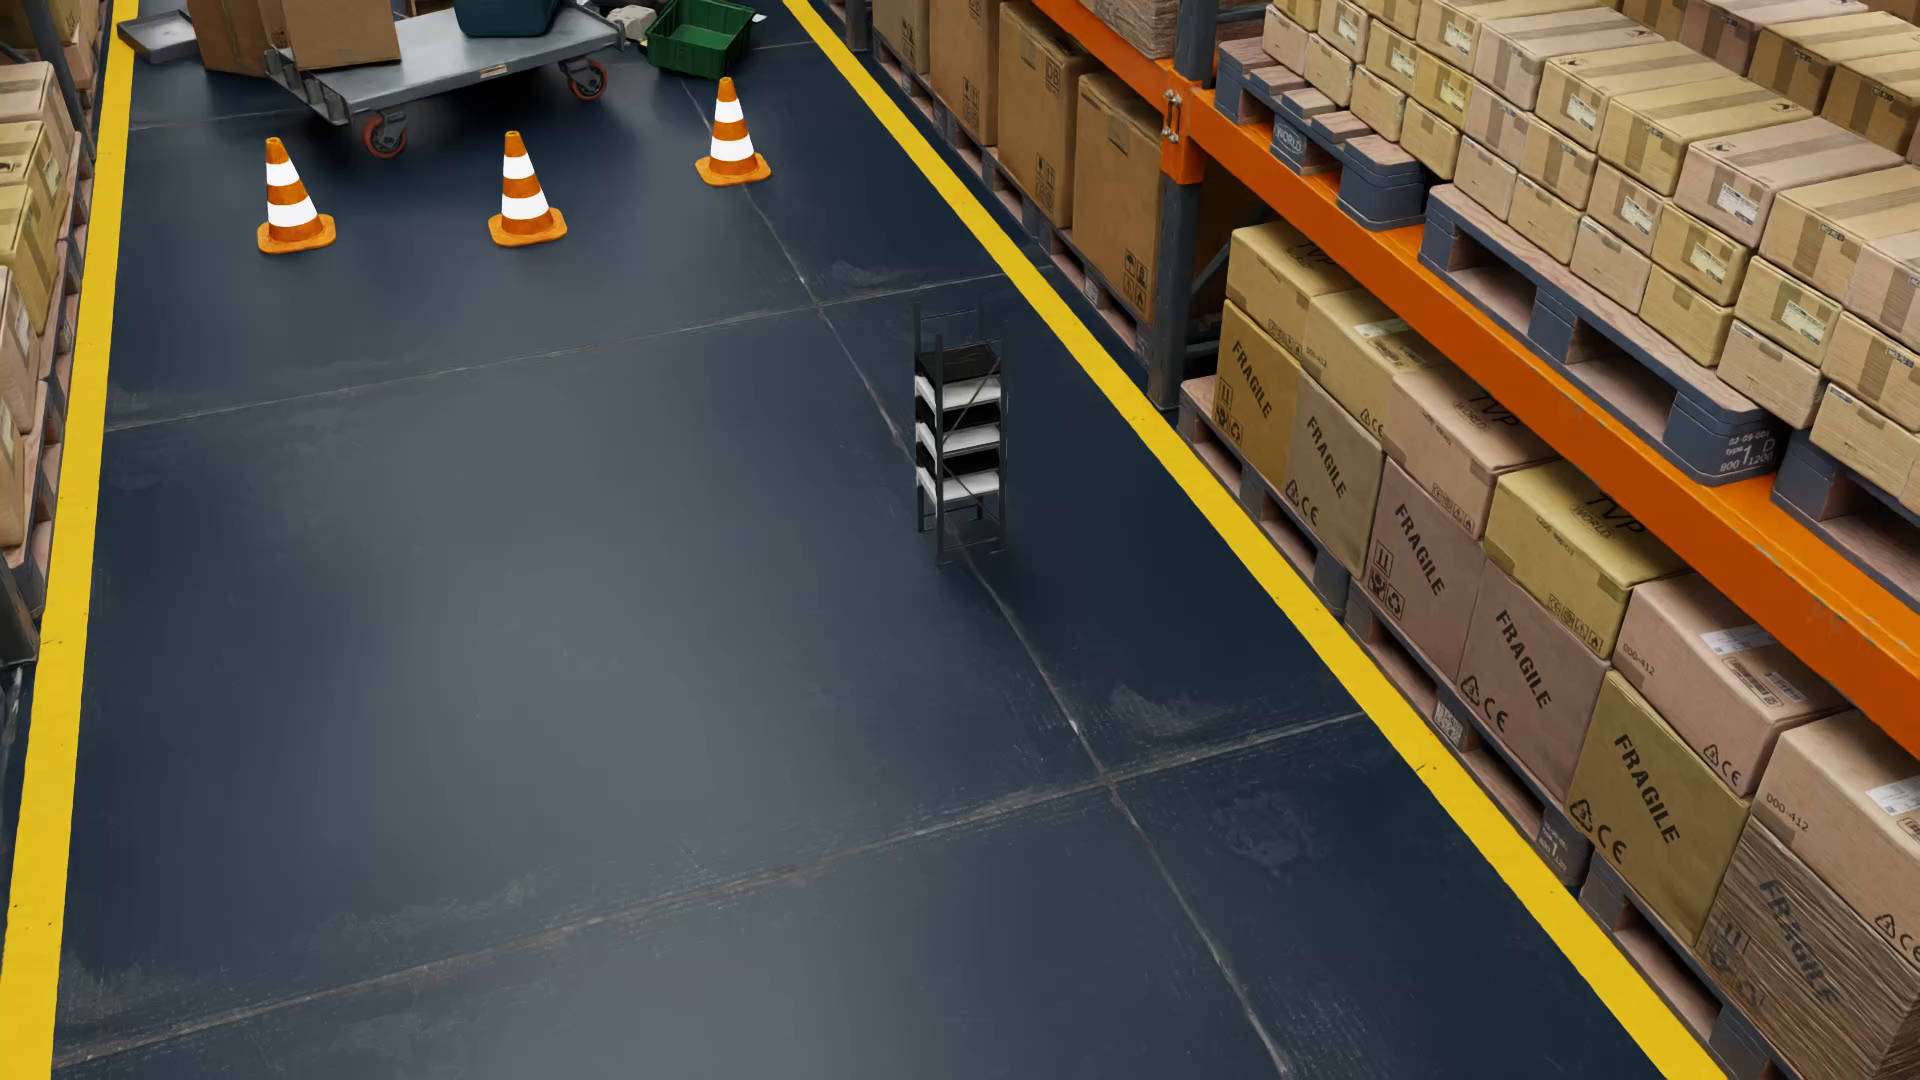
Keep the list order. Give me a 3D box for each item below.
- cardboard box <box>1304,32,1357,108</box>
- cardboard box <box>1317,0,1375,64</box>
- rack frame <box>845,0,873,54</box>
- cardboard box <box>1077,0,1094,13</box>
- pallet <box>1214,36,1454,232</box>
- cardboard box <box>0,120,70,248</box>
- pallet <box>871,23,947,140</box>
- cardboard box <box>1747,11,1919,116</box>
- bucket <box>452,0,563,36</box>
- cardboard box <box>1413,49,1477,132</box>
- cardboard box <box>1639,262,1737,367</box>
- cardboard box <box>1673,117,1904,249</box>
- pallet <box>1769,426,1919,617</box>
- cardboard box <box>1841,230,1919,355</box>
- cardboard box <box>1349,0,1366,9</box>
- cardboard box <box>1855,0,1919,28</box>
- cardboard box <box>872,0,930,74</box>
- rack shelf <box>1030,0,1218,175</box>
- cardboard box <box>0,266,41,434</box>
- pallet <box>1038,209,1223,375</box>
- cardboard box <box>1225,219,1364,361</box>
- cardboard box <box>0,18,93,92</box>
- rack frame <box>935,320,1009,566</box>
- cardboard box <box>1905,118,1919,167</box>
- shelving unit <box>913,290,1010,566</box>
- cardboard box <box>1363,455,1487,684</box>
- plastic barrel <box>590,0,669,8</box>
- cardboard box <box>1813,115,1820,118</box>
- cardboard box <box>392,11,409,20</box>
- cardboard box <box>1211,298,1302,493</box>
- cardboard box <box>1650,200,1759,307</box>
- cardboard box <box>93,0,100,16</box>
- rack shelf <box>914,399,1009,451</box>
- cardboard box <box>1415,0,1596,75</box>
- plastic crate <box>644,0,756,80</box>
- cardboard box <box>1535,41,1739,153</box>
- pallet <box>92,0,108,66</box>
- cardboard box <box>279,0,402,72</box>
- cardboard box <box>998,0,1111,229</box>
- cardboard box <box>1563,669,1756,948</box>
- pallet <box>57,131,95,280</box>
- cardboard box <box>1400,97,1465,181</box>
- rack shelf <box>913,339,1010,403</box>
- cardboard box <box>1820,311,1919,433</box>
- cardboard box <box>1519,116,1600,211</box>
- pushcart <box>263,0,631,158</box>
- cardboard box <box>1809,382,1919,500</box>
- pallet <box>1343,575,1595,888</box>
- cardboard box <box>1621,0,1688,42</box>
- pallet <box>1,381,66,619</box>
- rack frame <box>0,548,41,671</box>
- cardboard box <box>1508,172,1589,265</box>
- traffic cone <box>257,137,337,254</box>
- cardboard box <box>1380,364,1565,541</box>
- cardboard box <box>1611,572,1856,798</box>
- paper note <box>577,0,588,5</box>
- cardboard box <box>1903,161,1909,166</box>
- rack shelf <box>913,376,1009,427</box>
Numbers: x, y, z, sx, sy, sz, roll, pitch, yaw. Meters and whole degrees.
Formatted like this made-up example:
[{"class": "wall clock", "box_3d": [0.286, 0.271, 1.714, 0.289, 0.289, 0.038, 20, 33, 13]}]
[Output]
[{"class": "cardboard box", "box_3d": [1.276, -1.446, 5.036, 0.380, 0.149, 0.250, -11, 38, -14]}, {"class": "cardboard box", "box_3d": [1.292, -1.543, 4.918, 0.380, 0.149, 0.250, -11, 38, -14]}, {"class": "rack frame", "box_3d": [-0.157, -4.084, 8.679, 1.000, 3.000, 0.127, -12, 39, -16]}, {"class": "cardboard box", "box_3d": [0.642, -2.345, 6.287, 0.500, 0.500, 0.500, -12, 39, -16]}, {"class": "pallet", "box_3d": [1.564, -1.367, 5.232, 1.213, 0.211, 1.003, -12, 39, -16]}, {"class": "cardboard box", "box_3d": [-4.337, -1.419, 6.976, 0.950, 0.372, 0.625, -10, 38, -13]}, {"class": "pallet", "box_3d": [0.179, -2.550, 8.960, 1.003, 0.211, 1.213, -12, 39, -16]}, {"class": "cardboard box", "box_3d": [2.261, -1.217, 4.237, 0.380, 0.149, 0.250, -11, 38, -14]}, {"class": "bucket", "box_3d": [-2.369, -2.983, 8.675, 0.726, 0.611, 0.620, 0, 47, 0]}, {"class": "cardboard box", "box_3d": [1.474, -1.251, 4.530, 0.380, 0.149, 0.250, -12, 39, -16]}, {"class": "cardboard box", "box_3d": [1.822, -0.551, 3.848, 0.380, 0.149, 0.250, -11, 38, -14]}, {"class": "cardboard box", "box_3d": [1.826, -0.793, 3.675, 0.380, 0.149, 0.250, -14, 39, -18]}, {"class": "pallet", "box_3d": [2.469, 0.050, 3.350, 1.003, 0.211, 1.213, -12, 39, -16]}, {"class": "cardboard box", "box_3d": [2.003, -0.503, 3.289, 0.380, 0.149, 0.250, -13, 39, -16]}, {"class": "cardboard box", "box_3d": [1.291, -1.677, 4.849, 0.380, 0.149, 0.250, -13, 39, -17]}, {"class": "cardboard box", "box_3d": [5.257, -2.976, 8.919, 0.700, 0.500, 0.500, -9, 38, -12]}, {"class": "cardboard box", "box_3d": [0.141, -3.021, 8.789, 1.050, 0.750, 0.750, -13, 39, -16]}, {"class": "rack shelf", "box_3d": [0.531, -2.667, 7.396, 1.077, 0.370, 4.000, -12, 39, -16]}, {"class": "cardboard box", "box_3d": [-3.840, -0.597, 5.885, 0.950, 0.372, 0.625, -13, 39, -17]}, {"class": "pallet", "box_3d": [1.019, -1.172, 7.130, 1.003, 0.211, 1.213, -12, 39, -16]}, {"class": "cardboard box", "box_3d": [1.229, -0.854, 5.496, 0.500, 0.250, 0.500, -14, 39, -18]}, {"class": "cardboard box", "box_3d": [-4.720, -2.461, 8.460, 0.500, 0.250, 0.500, -14, 39, -18]}, {"class": "rack frame", "box_3d": [0.038, -0.297, 5.397, 0.240, 0.900, 0.006, -12, 39, -16]}, {"class": "cardboard box", "box_3d": [2.446, -0.918, 3.841, 0.380, 0.149, 0.250, -11, 38, -14]}, {"class": "shelving unit", "box_3d": [0.003, -0.355, 5.473, 0.258, 0.900, 0.210, -12, 39, -16]}, {"class": "cardboard box", "box_3d": [1.580, 0.031, 4.944, 0.500, 0.500, 0.500, -13, 39, -17]}, {"class": "plastic barrel", "box_3d": [-1.988, -3.378, 9.883, 0.512, 0.421, 0.421, 12, 39, 16]}, {"class": "cardboard box", "box_3d": [2.263, -1.098, 4.327, 0.380, 0.149, 0.250, -11, 38, -15]}, {"class": "cardboard box", "box_3d": [-3.035, -2.815, 9.266, 0.396, 0.266, 0.258, 19, 41, 23]}, {"class": "cardboard box", "box_3d": [1.223, -0.541, 5.704, 0.500, 0.500, 0.500, -14, 39, -18]}, {"class": "cardboard box", "box_3d": [1.816, -0.679, 3.771, 0.380, 0.149, 0.250, -12, 39, -16]}, {"class": "cardboard box", "box_3d": [-5.099, -3.059, 9.255, 0.500, 0.250, 0.500, -13, 39, -17]}, {"class": "rack shelf", "box_3d": [0.003, -0.400, 5.439, 0.258, 0.077, 0.200, -12, 39, -16]}, {"class": "cardboard box", "box_3d": [1.462, -1.388, 4.465, 0.380, 0.149, 0.250, -14, 39, -18]}, {"class": "plastic crate", "box_3d": [-1.447, -2.811, 9.278, 0.450, 0.188, 0.662, 14, 38, 2]}, {"class": "cardboard box", "box_3d": [1.650, -1.086, 4.064, 0.380, 0.149, 0.250, -11, 38, -15]}, {"class": "pallet", "box_3d": [-5.458, -2.951, 9.492, 1.003, 0.211, 1.213, -12, 39, -16]}, {"class": "cardboard box", "box_3d": [-3.109, -2.692, 8.279, 0.500, 0.500, 0.500, -12, 39, -16]}, {"class": "cardboard box", "box_3d": [0.790, -1.949, 7.366, 1.050, 0.750, 0.750, -12, 39, -15]}, {"class": "cardboard box", "box_3d": [1.928, 0.610, 4.176, 0.500, 0.500, 0.500, -13, 39, -17]}, {"class": "pallet", "box_3d": [-4.501, -1.449, 7.498, 1.003, 0.211, 1.213, -12, 39, -16]}, {"class": "cardboard box", "box_3d": [1.463, -1.141, 4.632, 0.380, 0.149, 0.250, -11, 38, -14]}, {"class": "rack shelf", "box_3d": [0.003, -0.544, 5.331, 0.258, 0.077, 0.200, -12, 39, -16]}, {"class": "cardboard box", "box_3d": [2.001, -0.378, 3.371, 0.380, 0.149, 0.250, -14, 39, -17]}, {"class": "cardboard box", "box_3d": [1.641, -0.969, 4.156, 0.380, 0.149, 0.250, -13, 39, -16]}, {"class": "pushcart", "box_3d": [-2.647, -2.455, 8.696, 1.648, 0.377, 0.936, -27, 45, -31]}, {"class": "cardboard box", "box_3d": [2.013, -0.245, 3.442, 0.380, 0.149, 0.250, -14, 39, -18]}, {"class": "pallet", "box_3d": [1.903, 0.419, 5.018, 1.003, 0.211, 1.213, -12, 39, -16]}, {"class": "cardboard box", "box_3d": [2.088, -1.507, 4.623, 0.380, 0.149, 0.250, -11, 38, -15]}, {"class": "pallet", "box_3d": [-3.661, -0.071, 5.668, 1.003, 0.211, 1.213, -12, 39, -16]}, {"class": "rack frame", "box_3d": [-3.394, -0.743, 4.243, 1.000, 3.000, 0.127, -12, 39, -16]}, {"class": "cardboard box", "box_3d": [1.642, -0.849, 4.243, 0.380, 0.149, 0.250, -12, 39, -15]}, {"class": "traffic cone", "box_3d": [-3.029, -1.578, 7.461, 0.336, 0.463, 0.334, -12, 39, -16]}, {"class": "cardboard box", "box_3d": [1.562, -0.285, 4.741, 0.500, 0.250, 0.500, -12, 39, -16]}, {"class": "cardboard box", "box_3d": [1.938, 0.305, 3.958, 0.500, 0.250, 0.500, -11, 38, -14]}, {"class": "paper note", "box_3d": [-2.343, -3.283, 10.090, 0.172, 0.023, 0.155, 0, 37, 0]}, {"class": "cardboard box", "box_3d": [2.436, -0.809, 3.944, 0.380, 0.149, 0.250, -13, 39, -17]}, {"class": "rack shelf", "box_3d": [0.003, -0.472, 5.385, 0.258, 0.077, 0.200, -12, 39, -16]}]
